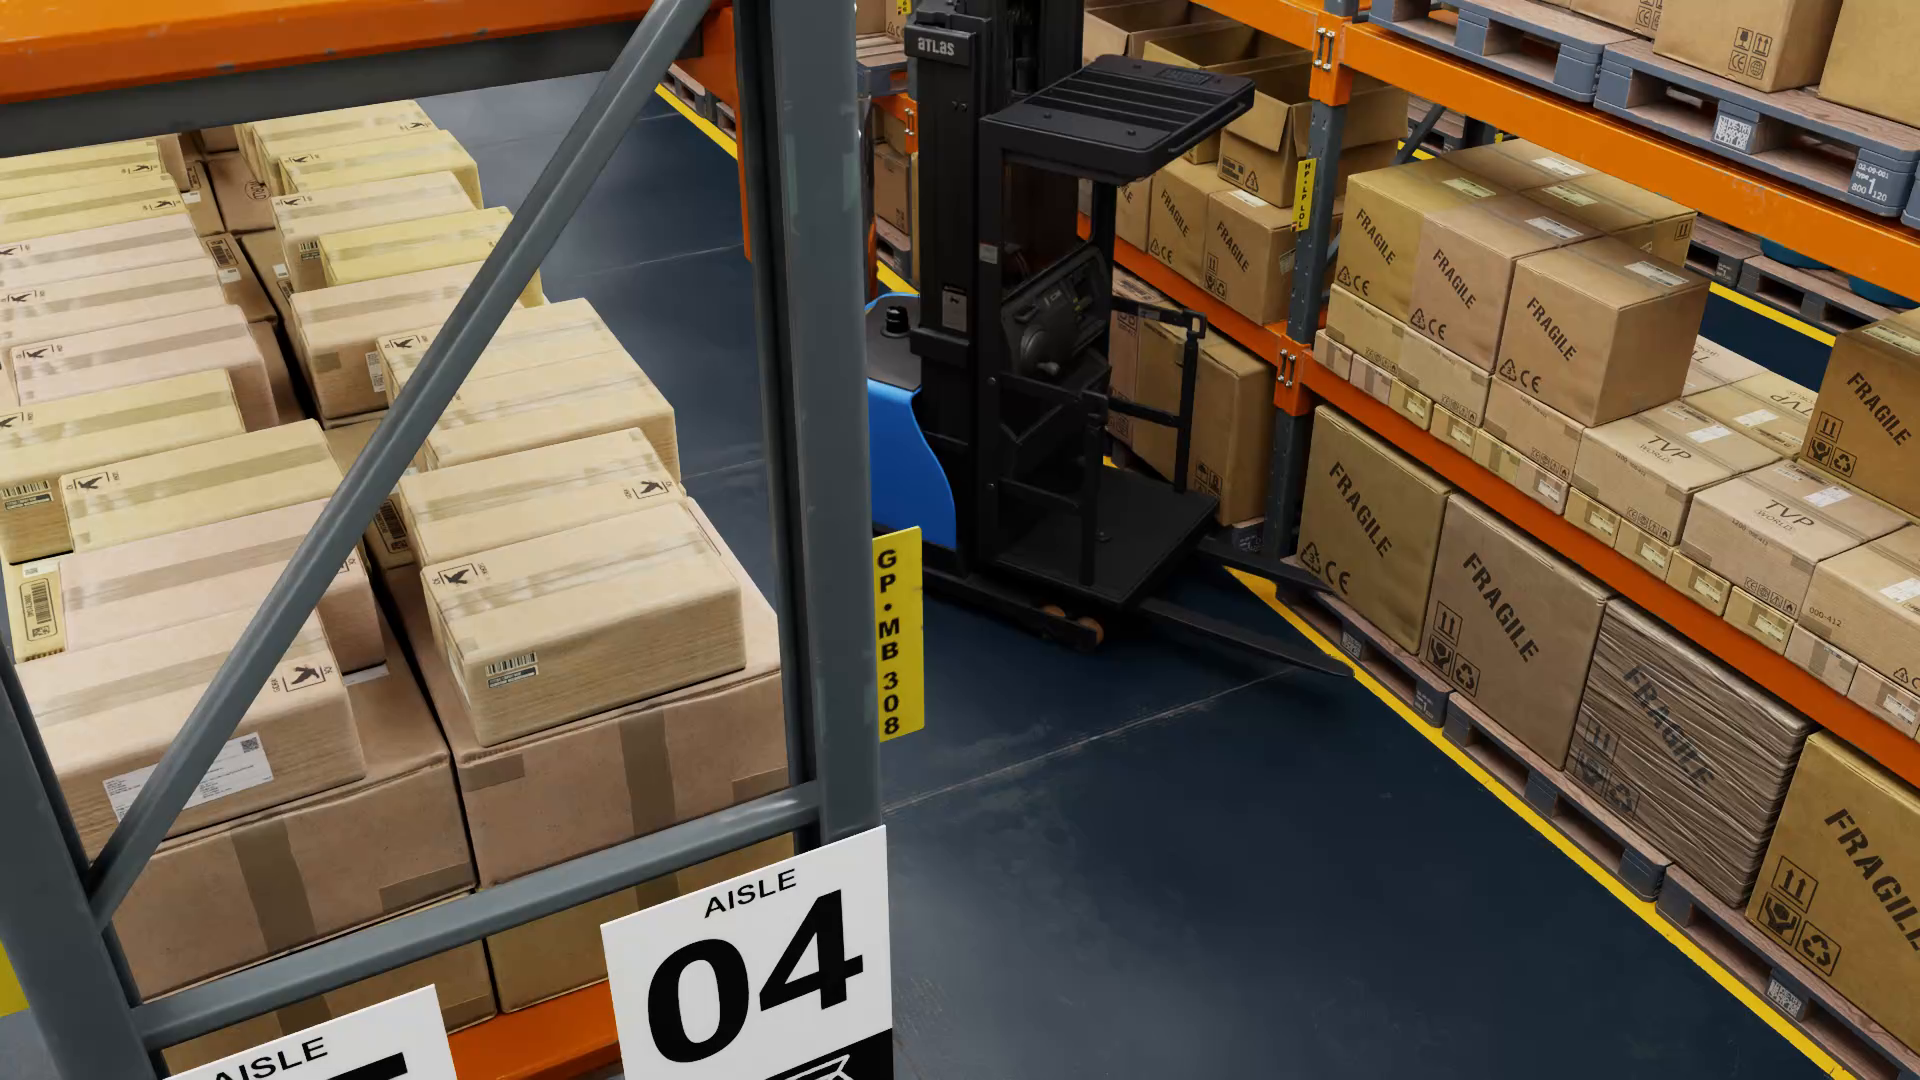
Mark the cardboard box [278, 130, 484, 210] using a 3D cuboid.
[{"bbox_3d":[-1.289,-0.781,3.713,0.380,0.149,0.250,-17,36,-24],"label":"cardboard box"}]

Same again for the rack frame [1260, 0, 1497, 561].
[{"bbox_3d":[1.996,-1.209,7.856,1.000,3.000,0.127,-16,36,-23],"label":"rack frame"}]

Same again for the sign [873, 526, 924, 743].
[{"bbox_3d":[-0.094,0.132,2.173,0.100,0.325,0.005,-16,36,-23],"label":"sign"}]

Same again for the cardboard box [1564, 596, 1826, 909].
[{"bbox_3d":[3.067,0.699,6.459,0.875,0.875,0.875,-16,36,-23],"label":"cardboard box"}]

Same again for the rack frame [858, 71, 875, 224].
[{"bbox_3d":[-0.667,-1.566,9.248,0.400,2.100,0.015,1,33,1],"label":"rack frame"}]

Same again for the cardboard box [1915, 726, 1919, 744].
[{"bbox_3d":[3.281,0.595,5.273,0.380,0.149,0.250,-15,36,-23],"label":"cardboard box"}]

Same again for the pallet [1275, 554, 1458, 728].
[{"bbox_3d":[2.281,0.348,8.011,1.003,0.211,1.213,-16,36,-23],"label":"pallet"}]

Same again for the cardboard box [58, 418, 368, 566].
[{"bbox_3d":[-1.138,-0.028,2.539,0.380,0.149,0.250,-17,36,-25],"label":"cardboard box"}]

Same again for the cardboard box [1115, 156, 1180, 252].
[{"bbox_3d":[1.062,-1.891,8.828,0.500,0.500,0.500,-16,36,-24],"label":"cardboard box"}]

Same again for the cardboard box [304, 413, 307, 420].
[{"bbox_3d":[-1.282,-0.323,3.832,0.500,0.250,0.500,-16,36,-23],"label":"cardboard box"}]

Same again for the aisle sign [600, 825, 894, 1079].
[{"bbox_3d":[-0.275,0.764,2.366,0.394,0.787,0.004,-16,36,-23],"label":"aisle sign"}]

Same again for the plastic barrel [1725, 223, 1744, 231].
[{"bbox_3d":[5.625,-2.477,11.753,0.421,0.512,0.421,0,33,0],"label":"plastic barrel"}]

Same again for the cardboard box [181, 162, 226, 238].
[{"bbox_3d":[-1.976,-0.647,3.874,0.500,0.250,0.500,-15,36,-22],"label":"cardboard box"}]

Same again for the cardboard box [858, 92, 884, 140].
[{"bbox_3d":[-0.464,-3.129,12.067,0.500,0.250,0.500,-12,35,-18],"label":"cardboard box"}]

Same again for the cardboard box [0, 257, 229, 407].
[{"bbox_3d":[-1.558,-0.383,3.092,0.380,0.149,0.250,-15,36,-22],"label":"cardboard box"}]

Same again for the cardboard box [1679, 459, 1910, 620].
[{"bbox_3d":[2.927,-0.011,5.850,0.500,0.250,0.500,-17,36,-25],"label":"cardboard box"}]

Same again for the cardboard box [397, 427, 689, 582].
[{"bbox_3d":[-0.627,-0.017,2.521,0.380,0.149,0.250,-14,35,-21],"label":"cardboard box"}]

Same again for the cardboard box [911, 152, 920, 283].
[{"bbox_3d":[0.434,-2.065,10.773,1.225,0.875,0.875,-18,37,-25],"label":"cardboard box"}]

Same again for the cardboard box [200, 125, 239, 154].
[{"bbox_3d":[-1.750,-1.122,4.247,0.380,0.149,0.250,-15,35,-21],"label":"cardboard box"}]

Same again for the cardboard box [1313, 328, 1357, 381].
[{"bbox_3d":[1.840,-0.878,7.573,0.380,0.149,0.250,-16,36,-23],"label":"cardboard box"}]

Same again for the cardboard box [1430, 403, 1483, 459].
[{"bbox_3d":[2.210,-0.502,6.986,0.380,0.149,0.250,-17,36,-24],"label":"cardboard box"}]

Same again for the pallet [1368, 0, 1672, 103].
[{"bbox_3d":[2.368,-2.041,6.457,1.003,0.211,1.213,-16,36,-23],"label":"pallet"}]

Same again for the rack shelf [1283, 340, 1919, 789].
[{"bbox_3d":[2.928,0.049,6.560,1.077,0.370,4.000,-16,36,-23],"label":"rack shelf"}]

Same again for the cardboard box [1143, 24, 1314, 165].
[{"bbox_3d":[1.381,-2.306,8.547,0.797,0.503,0.637,-15,36,-23],"label":"cardboard box"}]

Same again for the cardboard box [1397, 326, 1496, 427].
[{"bbox_3d":[2.211,-0.742,6.991,0.500,0.250,0.500,-16,36,-23],"label":"cardboard box"}]

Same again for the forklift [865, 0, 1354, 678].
[{"bbox_3d":[0.629,-1.027,7.636,3.031,2.935,1.130,19,37,27],"label":"forklift"}]

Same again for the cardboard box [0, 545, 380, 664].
[{"bbox_3d":[-1.253,0.090,2.724,0.500,0.250,0.500,-17,36,-24],"label":"cardboard box"}]

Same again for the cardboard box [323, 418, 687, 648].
[{"bbox_3d":[-0.793,-0.034,2.918,0.500,0.250,0.500,-16,36,-24],"label":"cardboard box"}]

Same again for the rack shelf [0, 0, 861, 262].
[{"bbox_3d":[-1.507,-1.277,3.071,1.077,0.370,4.000,-16,36,-23],"label":"rack shelf"}]

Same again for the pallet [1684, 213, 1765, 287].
[{"bbox_3d":[5.482,-2.242,12.054,1.003,0.211,1.213,-16,36,-23],"label":"pallet"}]

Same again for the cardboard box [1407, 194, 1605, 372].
[{"bbox_3d":[2.216,-1.057,6.787,0.500,0.500,0.500,-16,36,-23],"label":"cardboard box"}]

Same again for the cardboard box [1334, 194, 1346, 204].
[{"bbox_3d":[2.003,-1.533,8.270,0.500,0.500,0.500,-16,36,-23],"label":"cardboard box"}]

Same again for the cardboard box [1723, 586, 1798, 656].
[{"bbox_3d":[2.926,0.232,5.840,0.380,0.149,0.250,-17,36,-24],"label":"cardboard box"}]

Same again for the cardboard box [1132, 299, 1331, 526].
[{"bbox_3d":[1.680,-0.791,8.785,1.225,0.875,0.875,-16,36,-23],"label":"cardboard box"}]

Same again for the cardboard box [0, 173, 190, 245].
[{"bbox_3d":[-1.814,-0.627,3.473,0.380,0.149,0.250,-17,36,-25],"label":"cardboard box"}]

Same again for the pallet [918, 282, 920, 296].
[{"bbox_3d":[0.432,-1.548,10.971,1.003,0.211,1.213,-16,36,-23],"label":"pallet"}]

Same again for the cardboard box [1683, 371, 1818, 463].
[{"bbox_3d":[3.149,-0.394,6.447,0.500,0.250,0.500,-17,36,-24],"label":"cardboard box"}]

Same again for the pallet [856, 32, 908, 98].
[{"bbox_3d":[-0.296,-3.350,11.376,1.213,0.211,1.003,-16,36,-23],"label":"pallet"}]

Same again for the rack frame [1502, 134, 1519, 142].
[{"bbox_3d":[4.513,-4.363,12.780,1.000,3.000,0.127,-16,36,-23],"label":"rack frame"}]

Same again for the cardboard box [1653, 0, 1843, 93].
[{"bbox_3d":[2.779,-1.831,5.473,0.700,0.500,0.500,-14,35,-21],"label":"cardboard box"}]

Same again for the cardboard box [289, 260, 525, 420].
[{"bbox_3d":[-1.015,-0.377,3.083,0.380,0.149,0.250,-15,36,-22],"label":"cardboard box"}]

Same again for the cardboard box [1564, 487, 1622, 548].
[{"bbox_3d":[2.568,-0.135,6.412,0.380,0.149,0.250,-17,36,-24],"label":"cardboard box"}]

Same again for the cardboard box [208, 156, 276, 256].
[{"bbox_3d":[-1.519,-0.765,4.058,0.500,0.250,0.500,-14,35,-21],"label":"cardboard box"}]

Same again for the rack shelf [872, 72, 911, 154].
[{"bbox_3d":[-0.802,-3.769,12.519,1.077,0.370,4.000,-16,36,-23],"label":"rack shelf"}]

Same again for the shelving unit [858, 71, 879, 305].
[{"bbox_3d":[-0.673,-1.434,9.042,0.431,2.100,0.503,1,33,1],"label":"shelving unit"}]

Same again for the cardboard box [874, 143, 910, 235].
[{"bbox_3d":[-0.199,-2.565,11.882,0.700,0.500,0.500,-18,37,-26],"label":"cardboard box"}]

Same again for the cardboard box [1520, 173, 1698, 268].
[{"bbox_3d":[2.677,-1.194,7.002,0.500,0.500,0.500,-15,36,-23],"label":"cardboard box"}]
